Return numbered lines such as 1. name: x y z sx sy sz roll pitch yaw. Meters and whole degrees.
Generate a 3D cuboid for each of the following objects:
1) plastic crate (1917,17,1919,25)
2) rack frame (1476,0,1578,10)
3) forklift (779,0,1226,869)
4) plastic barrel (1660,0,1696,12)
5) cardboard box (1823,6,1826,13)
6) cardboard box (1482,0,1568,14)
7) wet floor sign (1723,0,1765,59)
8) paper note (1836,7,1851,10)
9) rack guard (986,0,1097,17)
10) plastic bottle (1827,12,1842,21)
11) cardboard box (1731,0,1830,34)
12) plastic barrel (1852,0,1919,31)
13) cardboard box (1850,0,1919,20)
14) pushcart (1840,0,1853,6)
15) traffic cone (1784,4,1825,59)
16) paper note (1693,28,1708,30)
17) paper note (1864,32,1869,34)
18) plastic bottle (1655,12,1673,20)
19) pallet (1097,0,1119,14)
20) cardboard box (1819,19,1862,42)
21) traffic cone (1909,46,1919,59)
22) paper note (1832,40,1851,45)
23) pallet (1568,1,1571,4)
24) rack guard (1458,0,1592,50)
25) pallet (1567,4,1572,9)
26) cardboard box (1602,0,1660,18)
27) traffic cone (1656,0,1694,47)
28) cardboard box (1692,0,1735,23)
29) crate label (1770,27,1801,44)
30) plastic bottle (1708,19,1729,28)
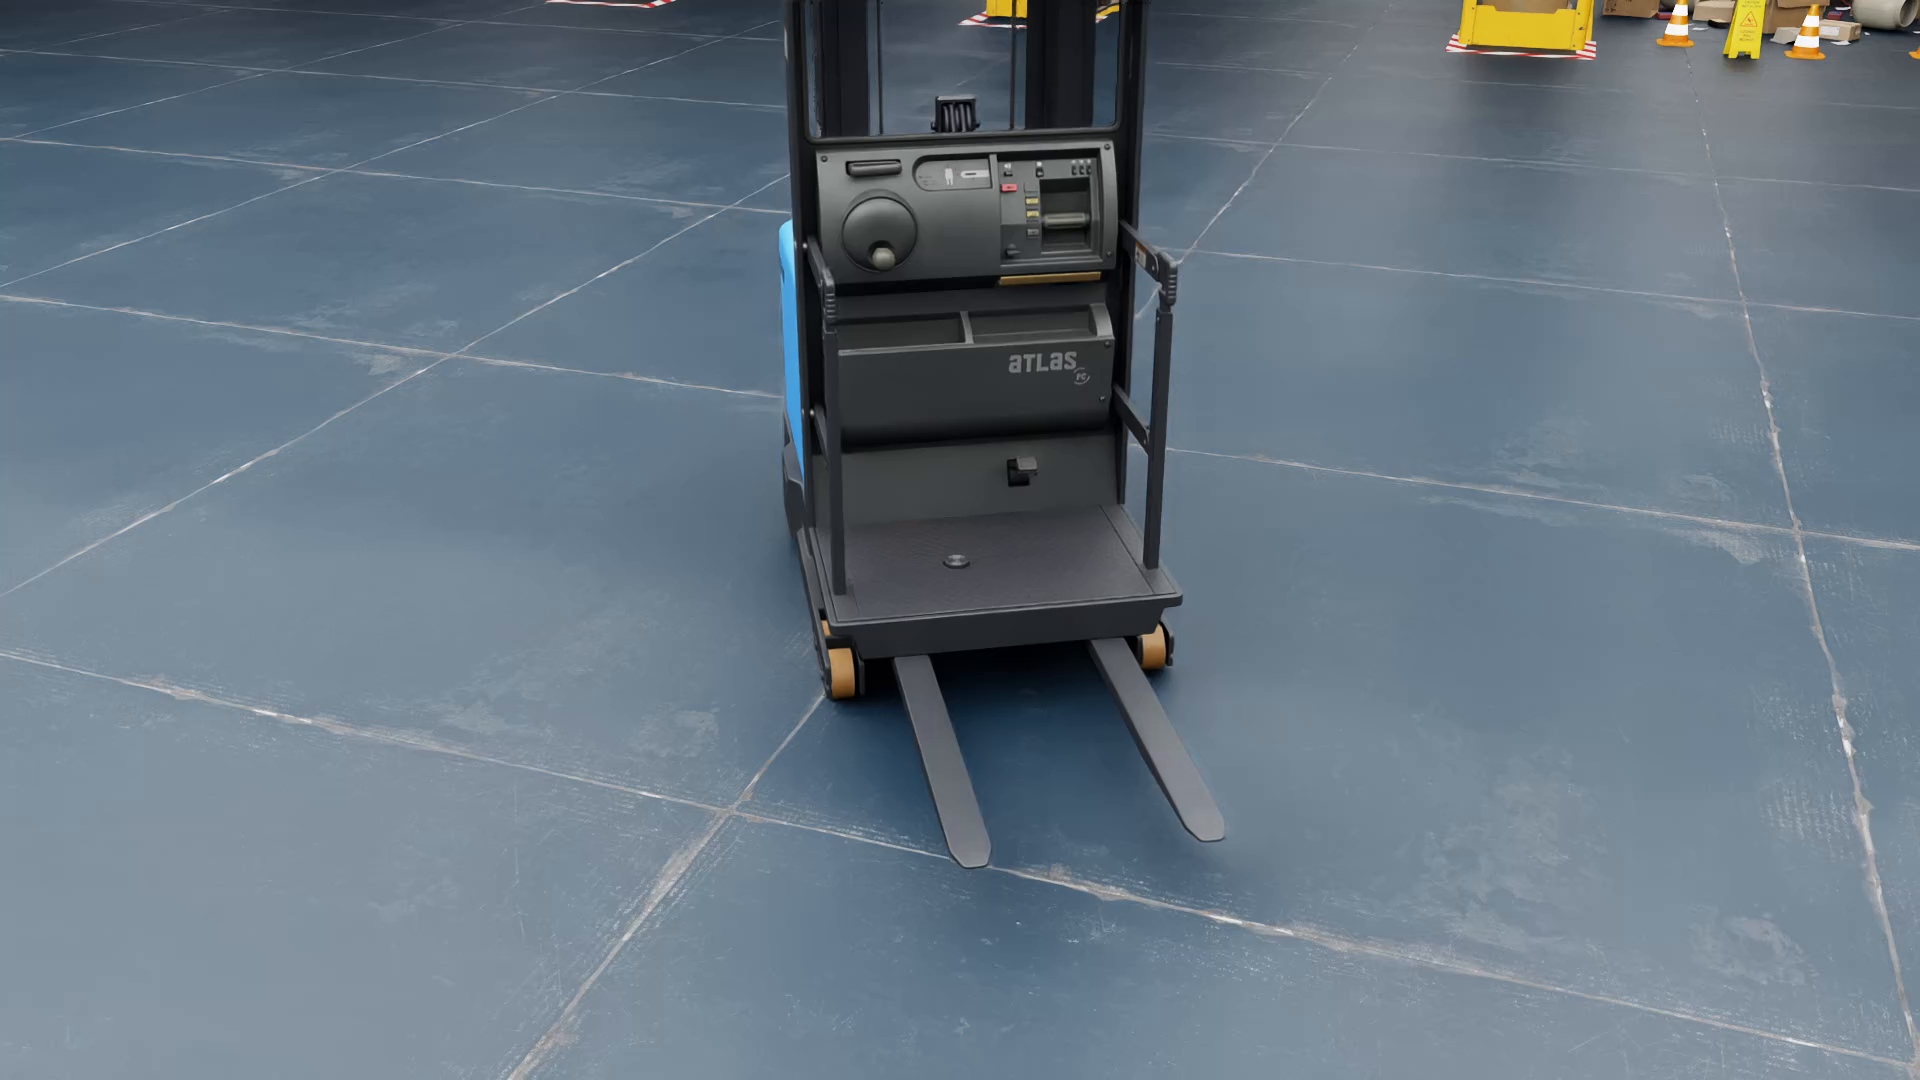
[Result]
1. plastic crate: 10.229 -5.332 17.170 0.402 0.080 0.583 0 26 -1
2. rack frame: 5.492 -6.204 15.622 1.000 3.000 0.127 9 27 17
3. forklift: 0.068 -0.990 4.931 1.130 2.935 3.031 -5 26 -9
4. plastic barrel: 7.893 -6.000 18.157 0.421 0.421 0.512 -14 29 -27
5. cardboard box: 9.230 -5.918 18.168 0.258 0.266 0.396 -9 27 -18
6. cardboard box: 5.656 -5.725 16.589 0.875 0.875 0.875 9 27 18
7. wet floor sign: 7.350 -4.846 15.518 0.267 0.644 0.232 4 26 8
8. paper note: 9.740 -5.865 18.329 0.148 0.019 0.142 9 27 17
9. rack guard: 0.874 -5.871 17.803 1.175 0.500 0.348 9 27 17
10. plastic bottle: 9.327 -5.591 17.727 0.133 0.061 0.283 14 29 26
11. cardboard box: 8.391 -5.494 17.019 0.797 0.503 0.637 -9 27 -18
12. plastic barrel: 9.454 -5.437 16.994 0.421 0.421 0.512 -14 29 -27
13. cardboard box: 9.885 -5.805 17.663 0.500 0.500 0.500 -14 29 -27
14. pushcart: 9.358 -6.302 18.832 1.648 0.377 0.936 0 26 -1
15. traffic cone: 7.961 -4.771 15.574 0.336 0.463 0.334 9 27 17
16. paper note: 7.601 -5.248 17.057 0.144 0.017 0.142 20 32 35
17. paper note: 9.175 -5.125 16.823 0.032 0.001 0.123 9 27 17
18. plastic bottle: 7.566 -5.579 17.703 0.283 0.061 0.133 0 26 -1
19. pallet: 1.178 -6.070 18.545 1.003 0.211 1.213 9 27 17
20. cardboard box: 8.725 -5.076 16.564 0.250 0.149 0.380 -20 33 -36
21. traffic cone: 9.121 -4.750 15.530 0.336 0.463 0.334 9 27 17
22. paper note: 8.631 -4.869 16.271 0.148 0.019 0.142 0 26 -1
23. pallet: 6.092 -5.789 17.964 1.003 0.211 1.213 9 27 17
24. rack guard: 5.484 -5.070 16.147 1.175 0.500 0.348 9 27 17
25. pallet: 5.685 -5.289 16.932 1.003 0.211 1.213 9 27 17
26. cardboard box: 7.275 -5.938 17.937 0.500 0.500 0.500 14 29 26
27. traffic cone: 7.008 -5.075 16.201 0.336 0.463 0.334 9 27 17
28. cardboard box: 7.988 -5.644 17.603 0.396 0.266 0.258 14 29 26
29. crate label: 8.164 -4.957 16.330 0.250 0.136 0.298 -5 26 -9
30. plastic bottle: 7.858 -5.366 17.262 0.133 0.061 0.283 0 26 -1
